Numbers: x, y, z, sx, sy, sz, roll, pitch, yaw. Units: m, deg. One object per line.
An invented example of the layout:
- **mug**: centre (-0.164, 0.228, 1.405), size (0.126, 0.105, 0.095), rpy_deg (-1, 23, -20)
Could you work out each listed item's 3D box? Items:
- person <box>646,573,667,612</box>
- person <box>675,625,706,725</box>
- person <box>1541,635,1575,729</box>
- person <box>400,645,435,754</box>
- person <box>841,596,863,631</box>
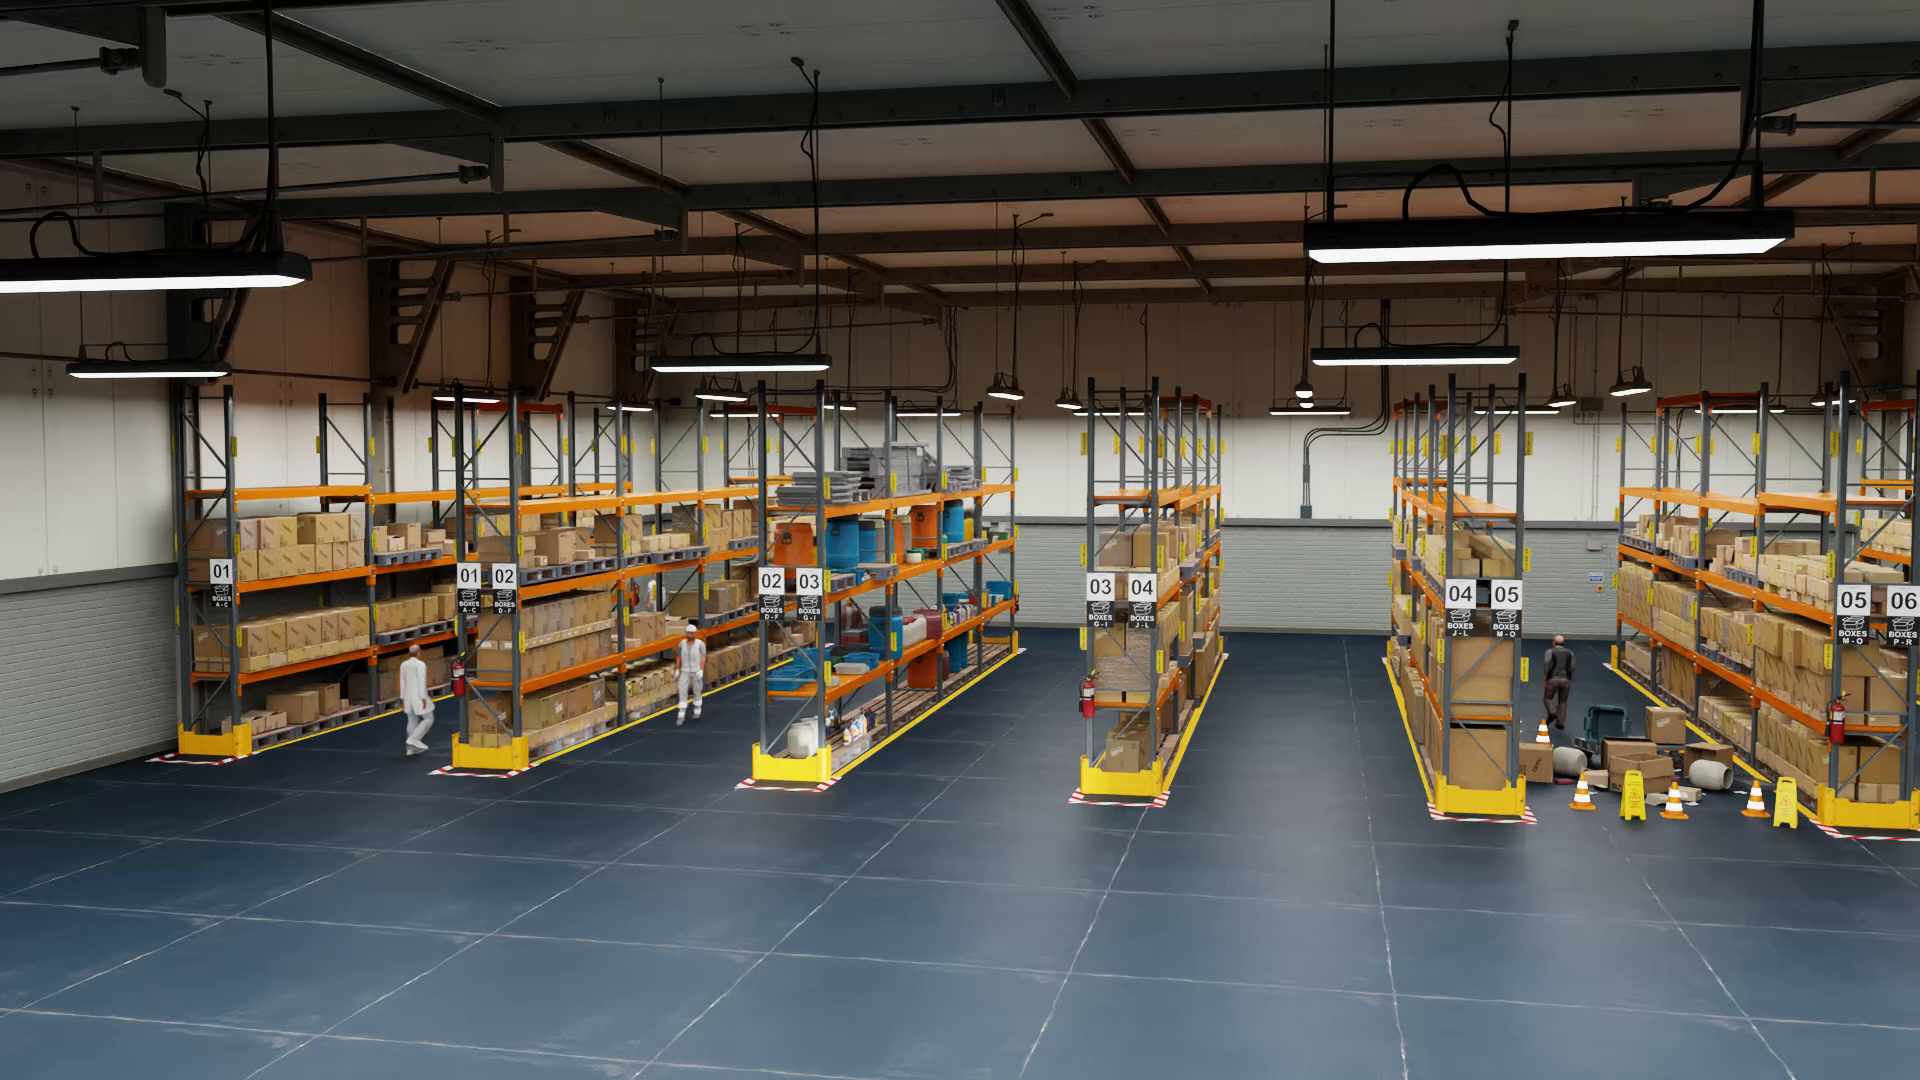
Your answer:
- **person**: centre (-7.905, 1.693, 43.552), size (0.451, 1.804, 0.584), rpy_deg (2, 4, 29)
- **person**: centre (-4.912, 2.420, 30.198), size (0.588, 1.769, 0.868), rpy_deg (0, 3, -2)
- **person**: centre (10.716, 2.532, 29.804), size (0.590, 1.616, 0.741), rpy_deg (1, 3, 13)
- **person**: centre (-8.892, 2.649, 27.069), size (0.627, 1.663, 0.572), rpy_deg (1, 3, 22)
- **person**: centre (-2.373, 1.955, 35.558), size (0.562, 1.581, 1.045), rpy_deg (0, 3, 0)
